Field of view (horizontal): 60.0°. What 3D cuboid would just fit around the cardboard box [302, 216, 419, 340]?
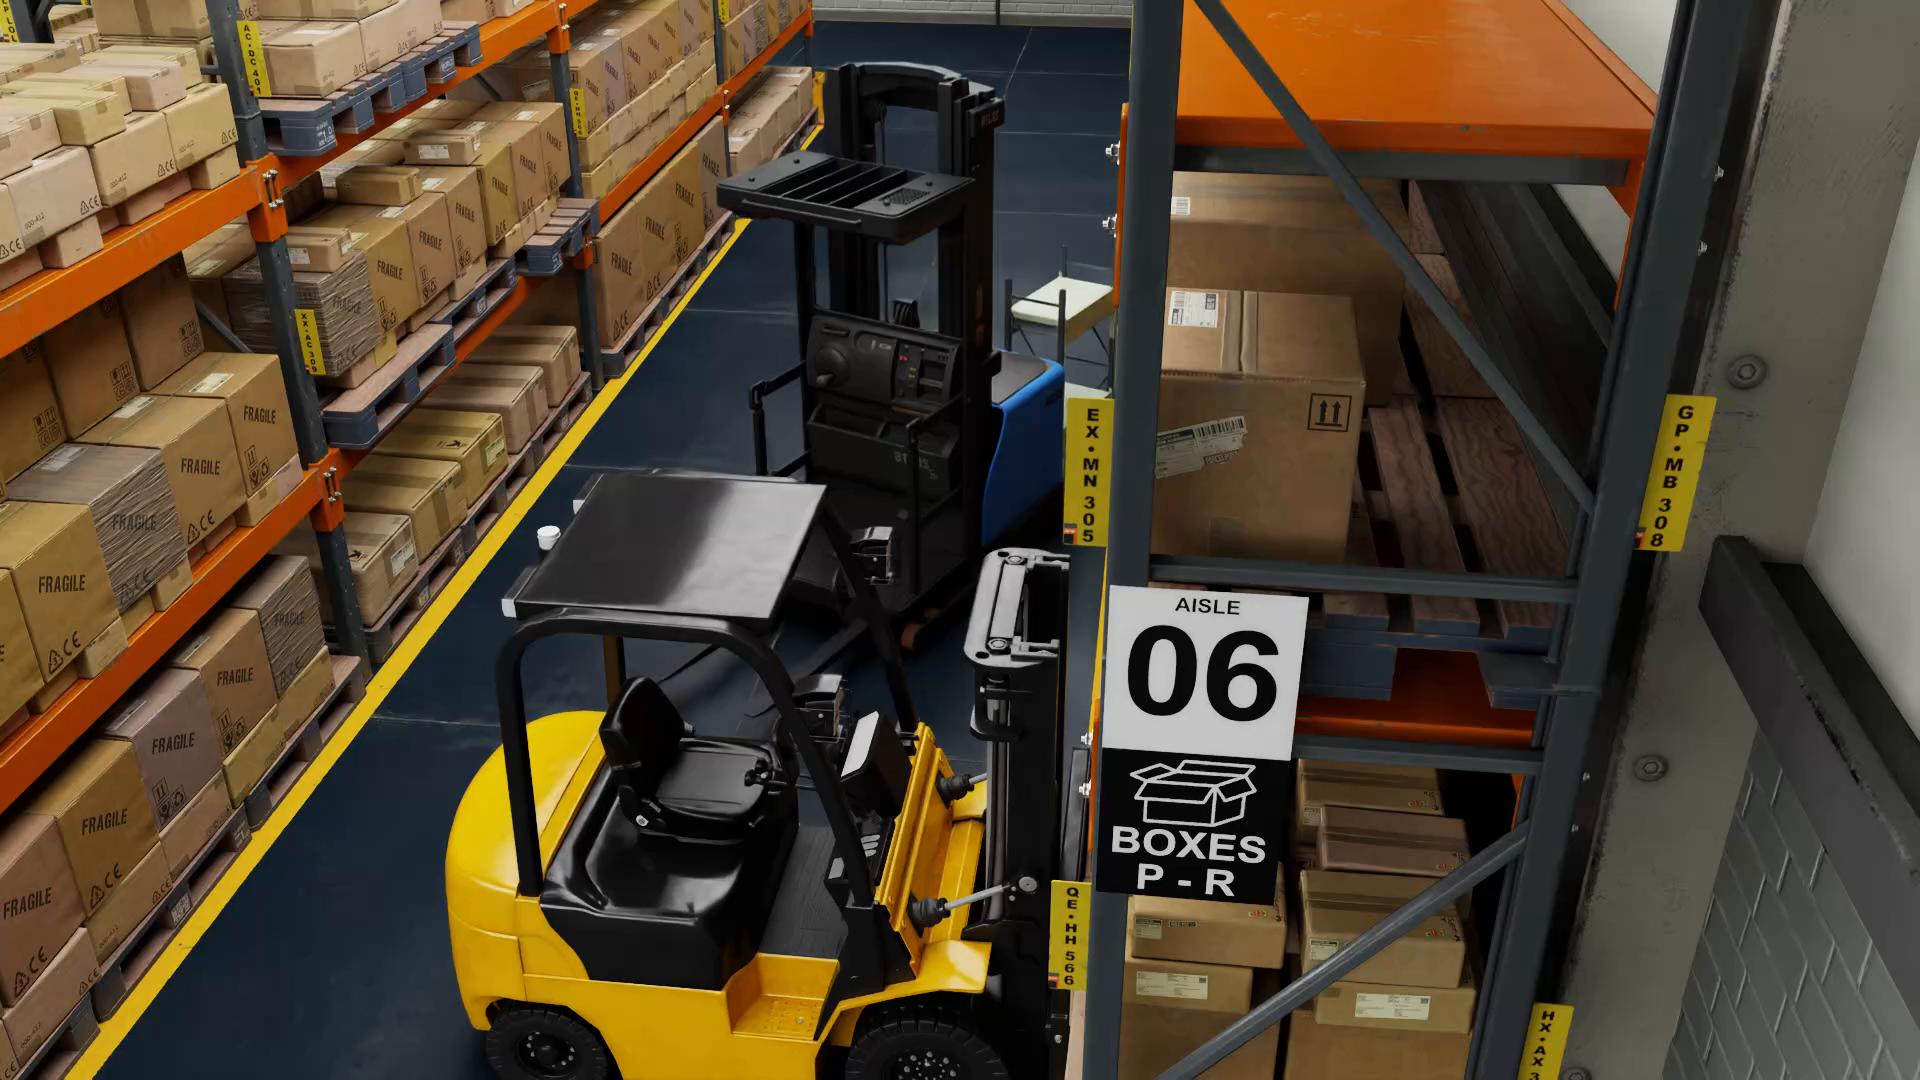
[{"bbox_3d":[-3.237,-1.388,8.803,0.500,0.500,0.500,3,29,6],"label":"cardboard box"}]

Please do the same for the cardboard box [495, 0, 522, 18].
[{"bbox_3d":[-3.002,-3.404,10.507,0.380,0.149,0.250,3,28,6],"label":"cardboard box"}]

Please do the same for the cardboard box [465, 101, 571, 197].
[{"bbox_3d":[-2.929,-2.601,11.054,0.500,0.500,0.500,3,28,5],"label":"cardboard box"}]

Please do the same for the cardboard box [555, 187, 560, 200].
[{"bbox_3d":[-2.956,-2.378,11.323,0.380,0.149,0.250,4,29,8],"label":"cardboard box"}]

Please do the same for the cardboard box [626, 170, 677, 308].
[{"bbox_3d":[-2.869,-2.461,13.453,0.875,0.875,0.875,4,29,7],"label":"cardboard box"}]

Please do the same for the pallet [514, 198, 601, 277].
[{"bbox_3d":[-3.131,-2.045,11.086,1.213,0.211,1.003,3,28,6],"label":"pallet"}]

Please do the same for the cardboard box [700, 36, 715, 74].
[{"bbox_3d":[-2.472,-4.287,14.676,0.500,0.250,0.500,3,28,6],"label":"cardboard box"}]

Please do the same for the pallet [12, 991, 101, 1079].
[{"bbox_3d":[-3.986,2.106,6.119,1.003,0.211,1.213,3,28,6],"label":"pallet"}]

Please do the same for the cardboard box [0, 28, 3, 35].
[{"bbox_3d":[-8.215,-4.282,14.230,0.380,0.149,0.250,3,28,6],"label":"cardboard box"}]

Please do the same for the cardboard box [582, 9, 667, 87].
[{"bbox_3d":[-2.651,-3.888,13.144,0.500,0.500,0.500,4,29,7],"label":"cardboard box"}]

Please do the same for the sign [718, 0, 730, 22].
[{"bbox_3d":[-2.120,-4.802,14.864,0.100,0.325,0.005,3,28,6],"label":"sign"}]

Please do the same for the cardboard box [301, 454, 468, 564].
[{"bbox_3d":[-3.493,-0.202,9.791,0.950,0.372,0.625,5,29,9],"label":"cardboard box"}]

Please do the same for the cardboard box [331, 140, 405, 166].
[{"bbox_3d":[-3.550,-2.137,10.192,0.500,0.500,0.500,4,29,7],"label":"cardboard box"}]

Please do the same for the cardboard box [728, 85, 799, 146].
[{"bbox_3d":[-2.255,-4.546,17.785,0.875,0.438,0.875,4,29,8],"label":"cardboard box"}]

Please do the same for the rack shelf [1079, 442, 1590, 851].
[{"bbox_3d":[1.042,-0.364,5.360,1.077,0.370,4.000,3,28,6],"label":"rack shelf"}]

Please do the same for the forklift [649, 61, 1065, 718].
[{"bbox_3d":[-0.535,-0.923,8.872,1.130,2.935,3.031,16,32,26],"label":"forklift"}]

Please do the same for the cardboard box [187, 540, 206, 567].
[{"bbox_3d":[-3.554,0.043,7.272,0.380,0.149,0.250,3,28,5],"label":"cardboard box"}]

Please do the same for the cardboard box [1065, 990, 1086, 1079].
[{"bbox_3d":[0.601,1.691,5.351,0.500,0.250,0.500,4,29,7],"label":"cardboard box"}]

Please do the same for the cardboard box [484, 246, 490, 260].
[{"bbox_3d":[-3.118,-1.767,10.189,0.380,0.149,0.250,4,29,7],"label":"cardboard box"}]

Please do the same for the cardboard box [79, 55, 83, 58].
[{"bbox_3d":[-7.595,-3.980,13.984,0.380,0.149,0.250,3,29,6],"label":"cardboard box"}]

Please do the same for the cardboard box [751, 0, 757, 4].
[{"bbox_3d":[-2.219,-5.527,16.186,0.500,0.500,0.500,4,29,7],"label":"cardboard box"}]

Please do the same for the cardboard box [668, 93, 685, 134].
[{"bbox_3d":[-2.609,-3.587,13.903,0.500,0.250,0.500,3,28,5],"label":"cardboard box"}]

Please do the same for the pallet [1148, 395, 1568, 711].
[{"bbox_3d":[0.909,-0.032,4.078,1.003,0.211,1.213,3,28,6],"label":"pallet"}]

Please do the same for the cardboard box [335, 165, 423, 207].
[{"bbox_3d":[-3.200,-1.952,9.165,0.380,0.149,0.250,5,29,9],"label":"cardboard box"}]

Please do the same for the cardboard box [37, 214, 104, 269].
[{"bbox_3d":[-3.516,-1.149,6.322,0.380,0.149,0.250,4,29,8],"label":"cardboard box"}]

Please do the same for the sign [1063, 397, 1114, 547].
[{"bbox_3d":[0.260,-0.133,3.321,0.100,0.325,0.005,3,28,6],"label":"sign"}]

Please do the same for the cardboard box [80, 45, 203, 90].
[{"bbox_3d":[-3.462,-1.988,7.039,0.380,0.149,0.250,4,29,7],"label":"cardboard box"}]

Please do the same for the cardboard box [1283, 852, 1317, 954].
[{"bbox_3d":[1.063,0.987,4.466,0.380,0.149,0.250,3,28,6],"label":"cardboard box"}]

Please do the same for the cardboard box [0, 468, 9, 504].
[{"bbox_3d":[-4.055,-0.285,6.143,0.700,0.500,0.500,3,28,6],"label":"cardboard box"}]

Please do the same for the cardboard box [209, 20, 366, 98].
[{"bbox_3d":[-3.170,-2.280,7.872,0.500,0.250,0.500,3,28,5],"label":"cardboard box"}]

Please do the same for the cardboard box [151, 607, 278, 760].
[{"bbox_3d":[-3.506,0.640,7.564,0.500,0.500,0.500,4,29,7],"label":"cardboard box"}]

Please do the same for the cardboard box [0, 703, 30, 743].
[{"bbox_3d":[-3.705,0.649,6.148,0.380,0.149,0.250,4,29,8],"label":"cardboard box"}]

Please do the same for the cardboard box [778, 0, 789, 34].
[{"bbox_3d":[-2.096,-5.561,17.304,0.500,0.500,0.500,4,29,8],"label":"cardboard box"}]

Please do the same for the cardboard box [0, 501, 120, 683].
[{"bbox_3d":[-3.621,0.189,6.318,0.500,0.500,0.500,3,28,5],"label":"cardboard box"}]

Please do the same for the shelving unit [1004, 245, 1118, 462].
[{"bbox_3d":[0.635,-1.013,10.550,0.431,1.500,0.755,16,32,26],"label":"shelving unit"}]

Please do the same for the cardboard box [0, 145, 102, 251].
[{"bbox_3d":[-3.564,-1.274,6.133,0.500,0.250,0.500,3,28,5],"label":"cardboard box"}]

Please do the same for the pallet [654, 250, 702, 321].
[{"bbox_3d":[-2.826,-2.183,14.080,1.003,0.211,1.213,3,28,6],"label":"pallet"}]

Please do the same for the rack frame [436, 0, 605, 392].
[{"bbox_3d":[-3.150,-2.472,11.675,1.000,3.000,0.127,3,28,6],"label":"rack frame"}]

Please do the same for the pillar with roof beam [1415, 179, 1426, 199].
[{"bbox_3d":[-1.761,-4.410,8.948,9.100,9.000,0.400,3,28,6],"label":"pillar with roof beam"}]

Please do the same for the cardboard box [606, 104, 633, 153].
[{"bbox_3d":[-2.778,-3.093,12.460,0.500,0.250,0.500,4,29,7],"label":"cardboard box"}]

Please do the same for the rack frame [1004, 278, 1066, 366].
[{"bbox_3d":[0.450,-0.864,10.272,0.400,1.500,0.023,16,32,26],"label":"rack frame"}]

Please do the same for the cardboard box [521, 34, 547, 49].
[{"bbox_3d":[-3.291,-3.456,12.343,0.500,0.500,0.500,4,29,7],"label":"cardboard box"}]

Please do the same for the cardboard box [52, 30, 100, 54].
[{"bbox_3d":[-7.571,-4.243,14.159,0.380,0.149,0.250,2,28,5],"label":"cardboard box"}]

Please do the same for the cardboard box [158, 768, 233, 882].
[{"bbox_3d":[-3.568,1.221,7.277,0.500,0.250,0.500,4,29,7],"label":"cardboard box"}]

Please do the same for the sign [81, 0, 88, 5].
[{"bbox_3d":[-8.124,-5.004,15.462,0.100,0.325,0.005,3,28,6],"label":"sign"}]

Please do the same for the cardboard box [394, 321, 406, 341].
[{"bbox_3d":[-3.260,-1.160,9.062,0.380,0.149,0.250,5,29,9],"label":"cardboard box"}]

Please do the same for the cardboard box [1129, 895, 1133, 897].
[{"bbox_3d":[0.563,0.950,4.535,0.380,0.149,0.250,4,29,7],"label":"cardboard box"}]

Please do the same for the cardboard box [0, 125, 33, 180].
[{"bbox_3d":[-3.554,-1.373,5.898,0.380,0.149,0.250,4,29,7],"label":"cardboard box"}]

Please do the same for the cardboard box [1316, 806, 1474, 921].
[{"bbox_3d":[1.145,0.853,4.401,0.380,0.149,0.250,4,29,8],"label":"cardboard box"}]

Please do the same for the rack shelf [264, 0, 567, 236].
[{"bbox_3d":[-3.395,-2.534,9.387,1.077,0.370,4.000,3,28,6],"label":"rack shelf"}]
